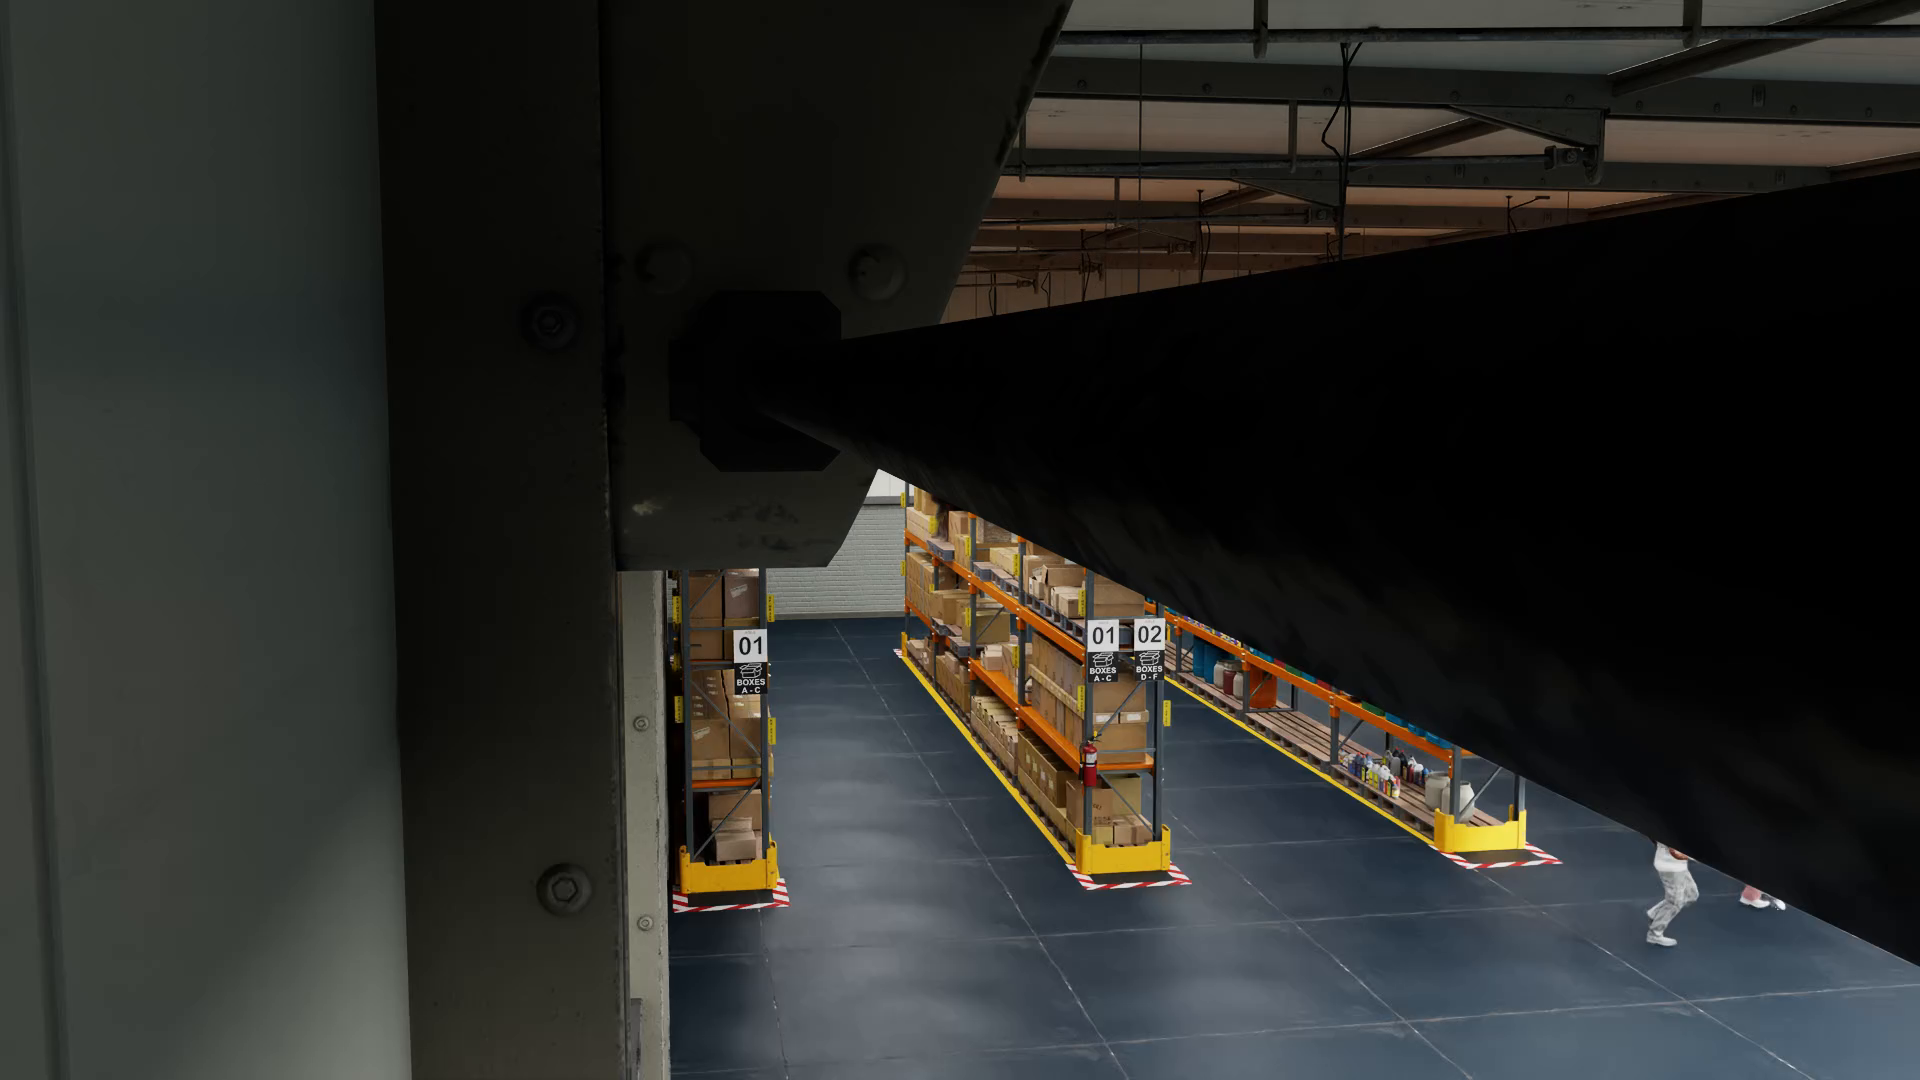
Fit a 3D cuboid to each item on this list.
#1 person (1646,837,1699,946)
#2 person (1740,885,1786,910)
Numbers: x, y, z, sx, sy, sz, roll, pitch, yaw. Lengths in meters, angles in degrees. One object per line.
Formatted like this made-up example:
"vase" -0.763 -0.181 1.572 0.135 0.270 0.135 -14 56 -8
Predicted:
"person" 7.830 3.575 18.174 0.602 1.739 0.673 2 6 18
"person" 9.502 3.508 19.405 0.657 1.649 0.585 3 7 28
